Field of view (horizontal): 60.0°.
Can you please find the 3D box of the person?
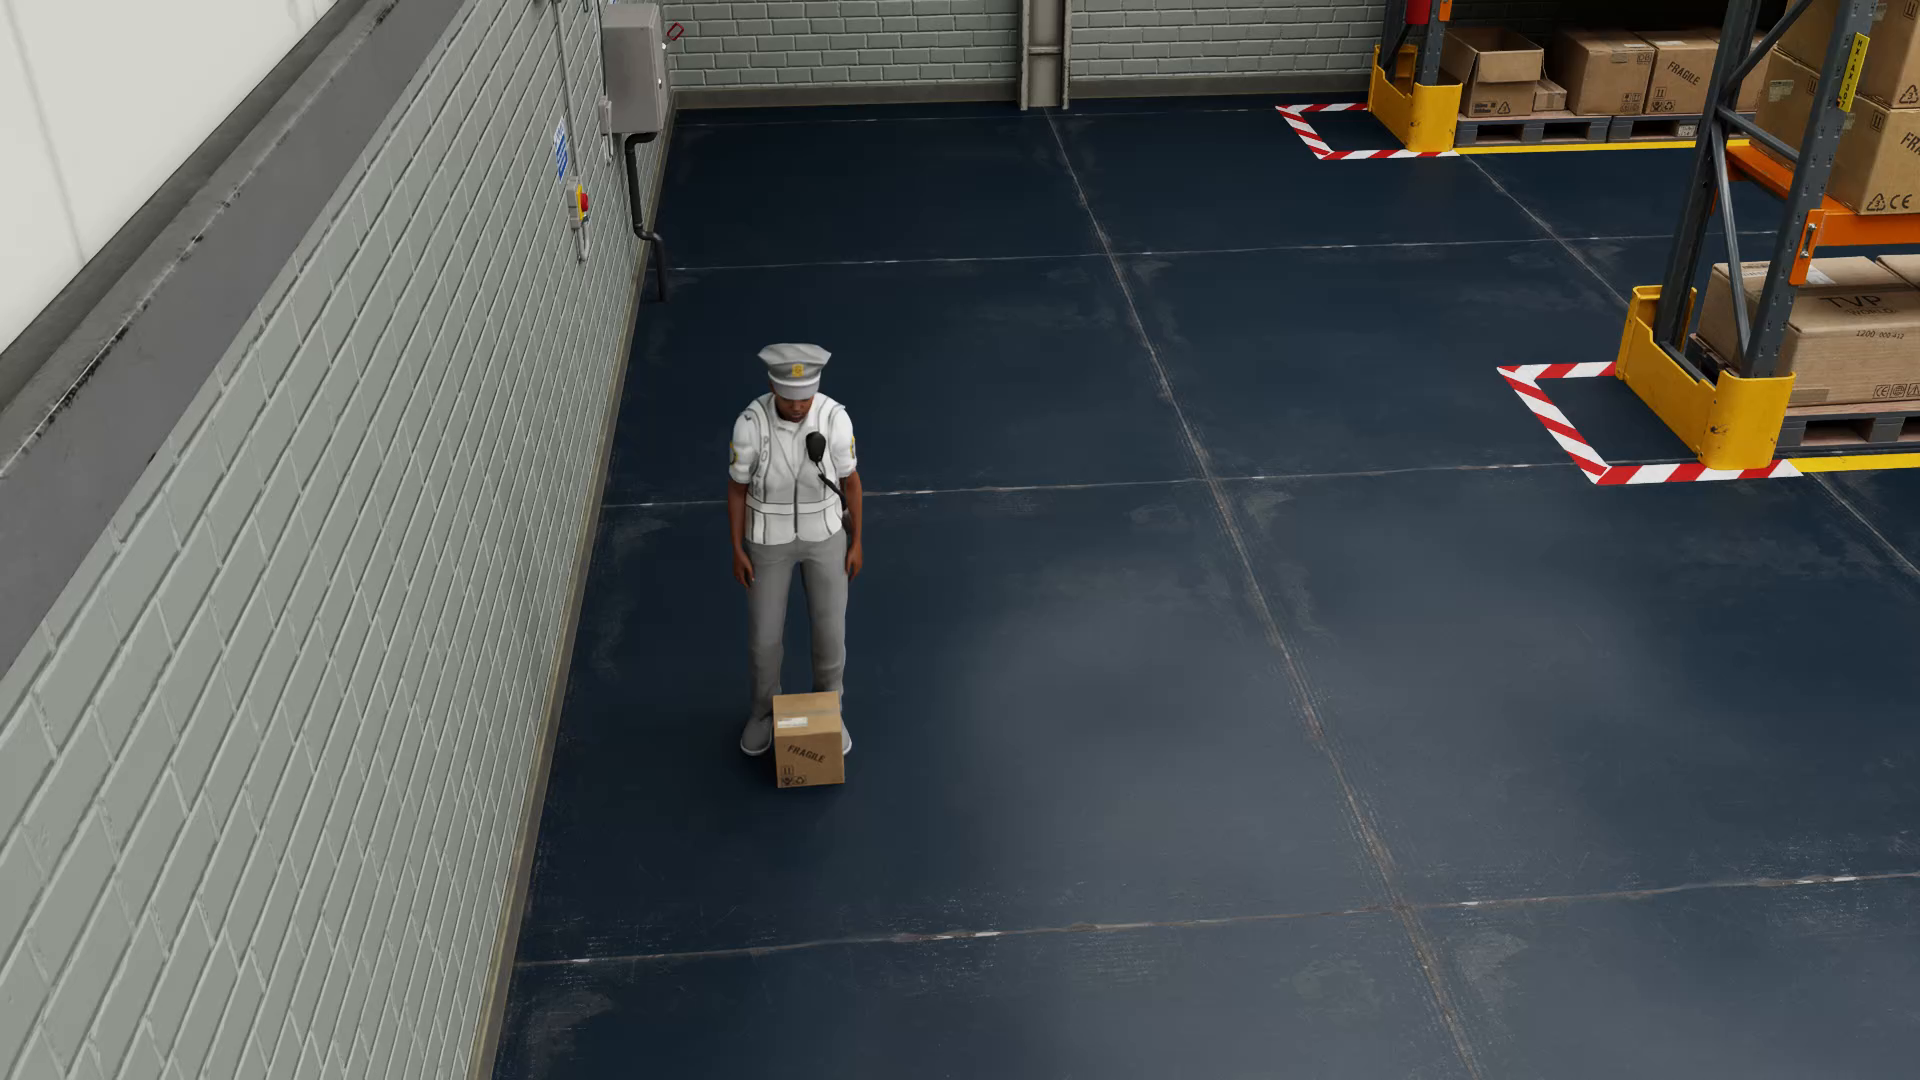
[{"bbox_3d":[-0.603,0.035,6.080,0.513,1.656,0.426,-4,32,-7],"label":"person"}]
